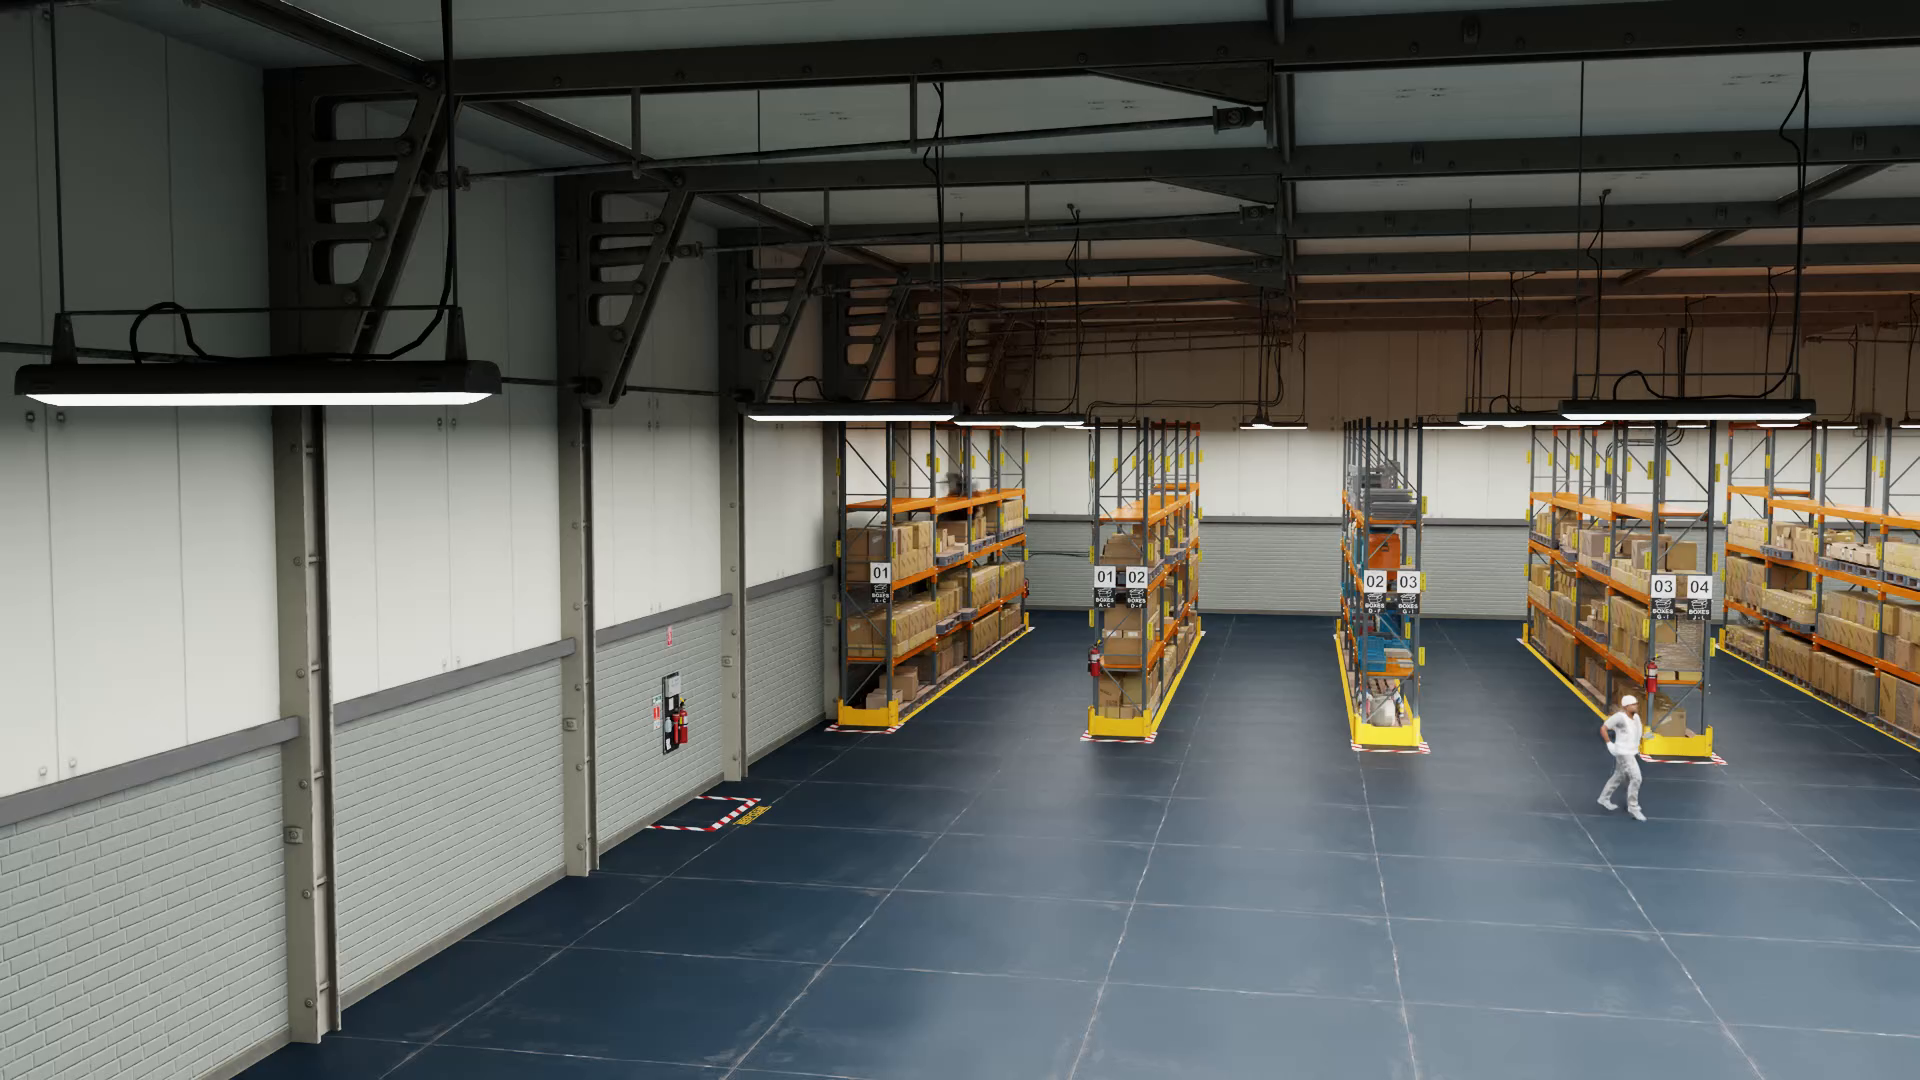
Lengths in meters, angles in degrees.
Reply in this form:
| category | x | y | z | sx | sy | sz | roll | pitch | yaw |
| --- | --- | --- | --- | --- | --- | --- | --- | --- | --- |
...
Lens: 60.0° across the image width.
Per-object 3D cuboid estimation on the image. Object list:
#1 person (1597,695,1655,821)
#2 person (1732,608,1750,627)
| category | x | y | z | sx | sy | sz | roll | pitch | yaw |
| --- | --- | --- | --- | --- | --- | --- | --- | --- | --- |
| person | 9.922 | 3.212 | 24.806 | 0.811 | 1.826 | 0.659 | 3 | 5 | 41 |
| person | 21.400 | 1.979 | 45.199 | 0.735 | 1.768 | 0.740 | 3 | 5 | 40 |
